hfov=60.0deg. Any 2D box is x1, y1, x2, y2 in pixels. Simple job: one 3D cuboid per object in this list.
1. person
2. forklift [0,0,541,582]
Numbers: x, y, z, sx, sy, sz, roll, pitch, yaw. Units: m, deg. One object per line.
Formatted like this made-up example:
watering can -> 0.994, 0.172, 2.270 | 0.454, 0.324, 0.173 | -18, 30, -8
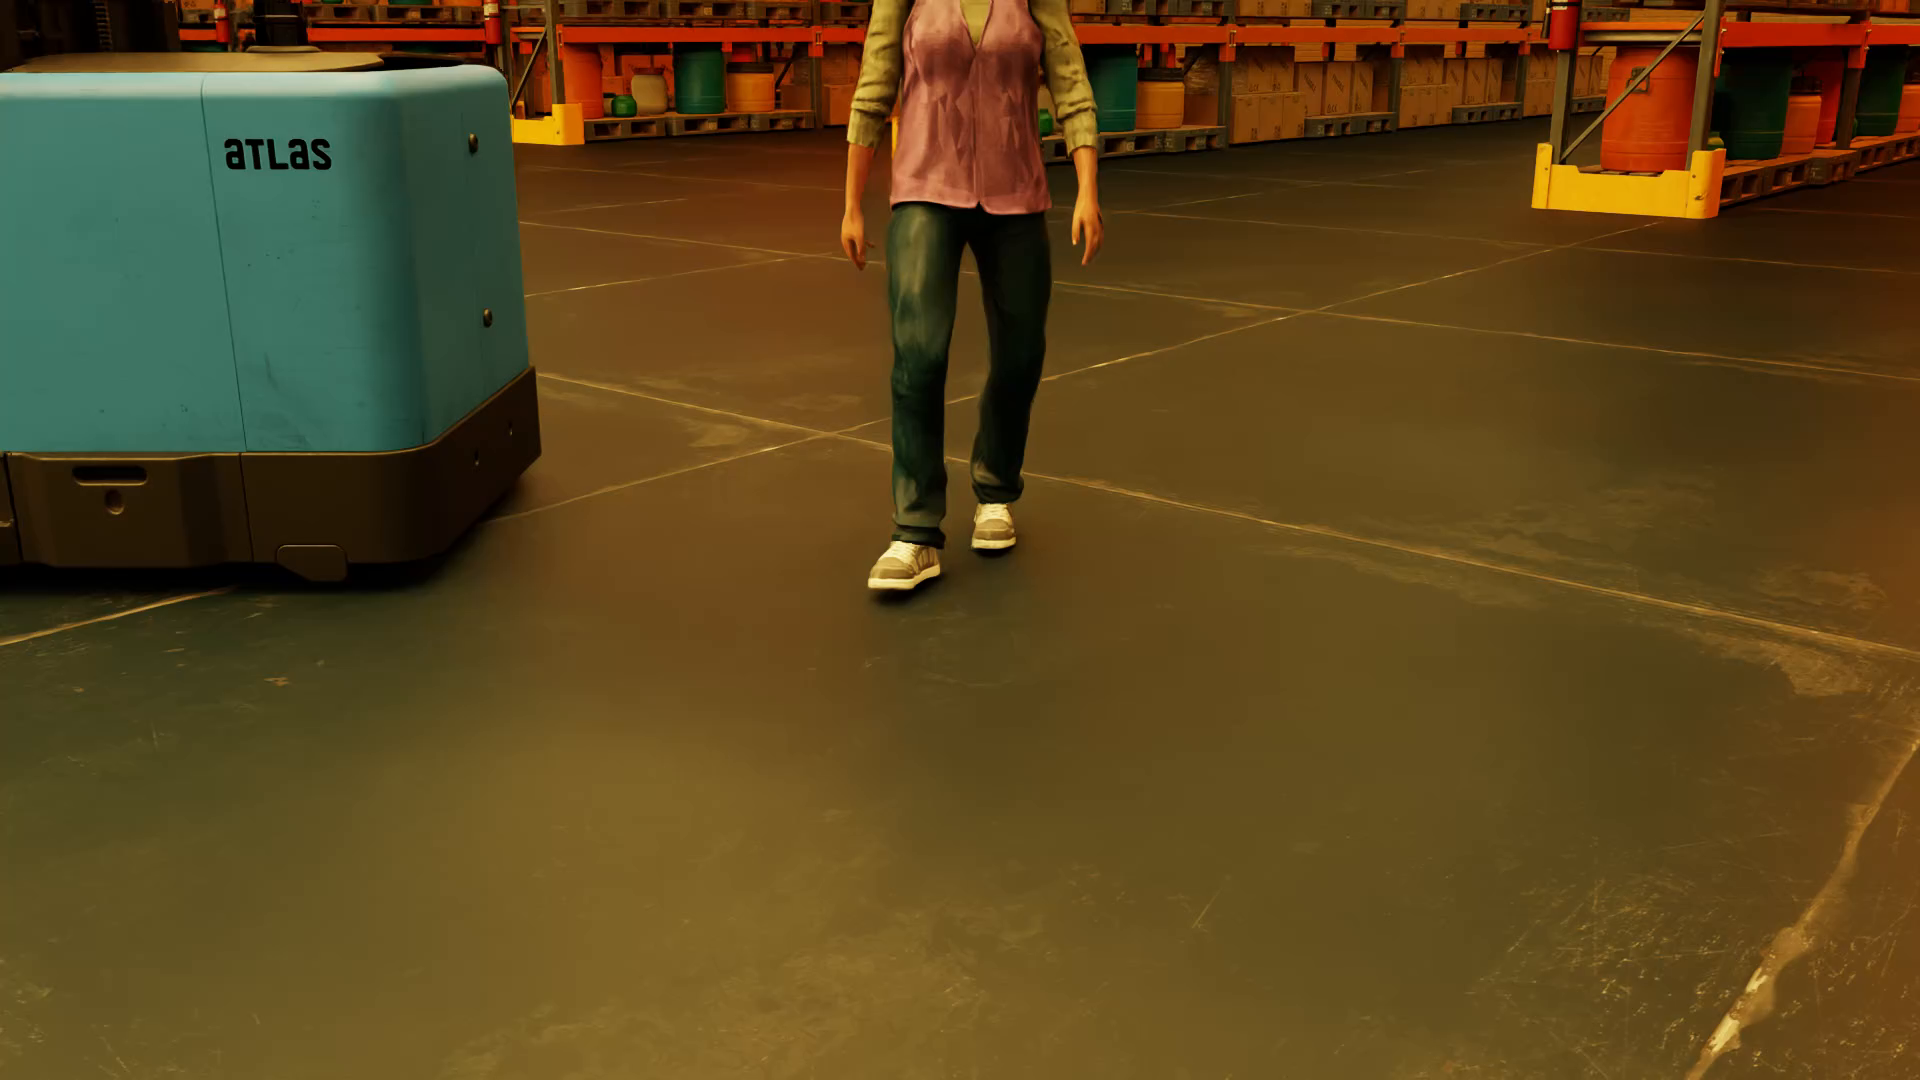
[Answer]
person -> 0.018, -0.695, 3.560 | 0.532, 1.559, 0.616 | -3, 17, -10
forklift -> -2.634, -1.436, 3.628 | 3.031, 2.935, 1.130 | 0, 17, 0
